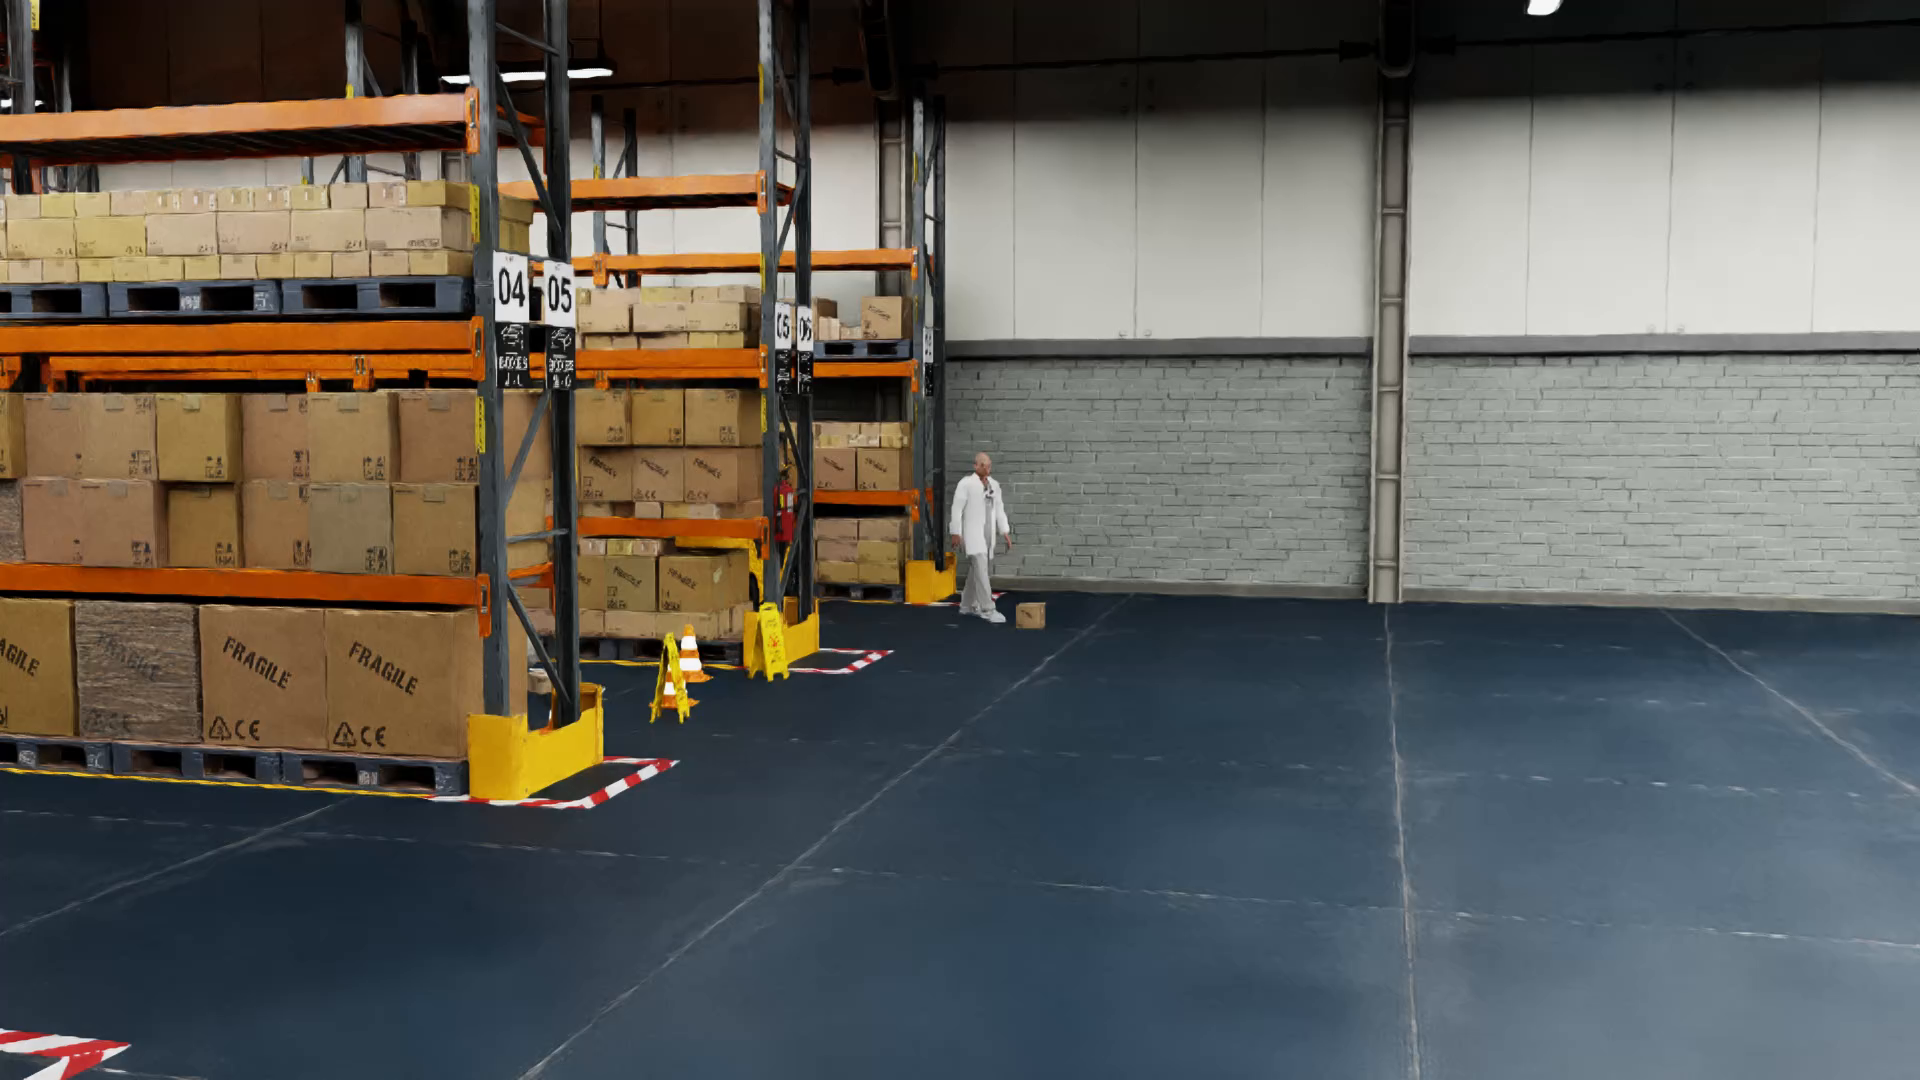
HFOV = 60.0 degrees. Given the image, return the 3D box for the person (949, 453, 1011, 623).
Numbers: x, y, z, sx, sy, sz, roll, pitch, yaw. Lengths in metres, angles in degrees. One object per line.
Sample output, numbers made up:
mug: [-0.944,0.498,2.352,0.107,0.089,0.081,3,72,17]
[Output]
person: [0.269,-0.043,17.783,0.809,1.774,0.636,5,7,44]
